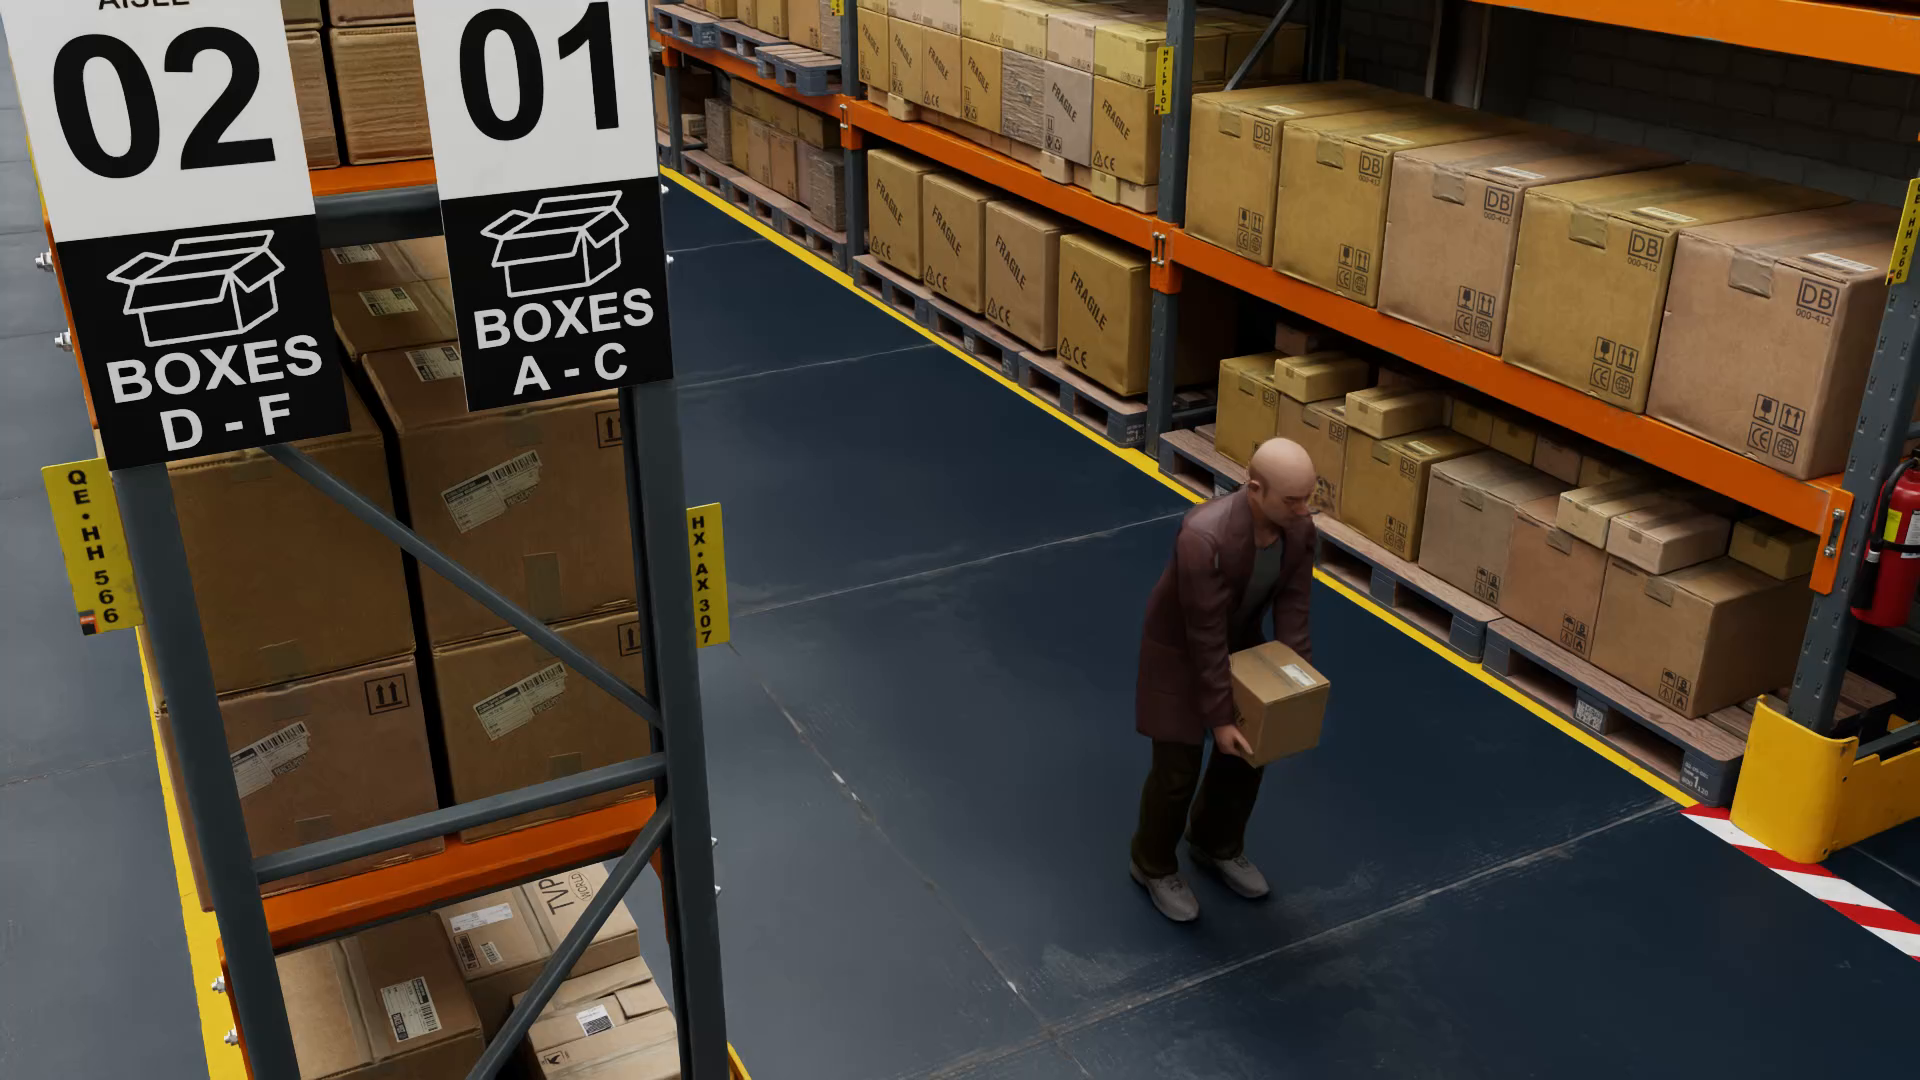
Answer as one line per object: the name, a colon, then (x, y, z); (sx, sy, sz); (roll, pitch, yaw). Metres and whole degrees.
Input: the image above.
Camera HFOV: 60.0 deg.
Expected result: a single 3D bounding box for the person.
person: (0.846, 0.440, 5.271); (0.538, 1.717, 0.614); (-13, 28, -26)
